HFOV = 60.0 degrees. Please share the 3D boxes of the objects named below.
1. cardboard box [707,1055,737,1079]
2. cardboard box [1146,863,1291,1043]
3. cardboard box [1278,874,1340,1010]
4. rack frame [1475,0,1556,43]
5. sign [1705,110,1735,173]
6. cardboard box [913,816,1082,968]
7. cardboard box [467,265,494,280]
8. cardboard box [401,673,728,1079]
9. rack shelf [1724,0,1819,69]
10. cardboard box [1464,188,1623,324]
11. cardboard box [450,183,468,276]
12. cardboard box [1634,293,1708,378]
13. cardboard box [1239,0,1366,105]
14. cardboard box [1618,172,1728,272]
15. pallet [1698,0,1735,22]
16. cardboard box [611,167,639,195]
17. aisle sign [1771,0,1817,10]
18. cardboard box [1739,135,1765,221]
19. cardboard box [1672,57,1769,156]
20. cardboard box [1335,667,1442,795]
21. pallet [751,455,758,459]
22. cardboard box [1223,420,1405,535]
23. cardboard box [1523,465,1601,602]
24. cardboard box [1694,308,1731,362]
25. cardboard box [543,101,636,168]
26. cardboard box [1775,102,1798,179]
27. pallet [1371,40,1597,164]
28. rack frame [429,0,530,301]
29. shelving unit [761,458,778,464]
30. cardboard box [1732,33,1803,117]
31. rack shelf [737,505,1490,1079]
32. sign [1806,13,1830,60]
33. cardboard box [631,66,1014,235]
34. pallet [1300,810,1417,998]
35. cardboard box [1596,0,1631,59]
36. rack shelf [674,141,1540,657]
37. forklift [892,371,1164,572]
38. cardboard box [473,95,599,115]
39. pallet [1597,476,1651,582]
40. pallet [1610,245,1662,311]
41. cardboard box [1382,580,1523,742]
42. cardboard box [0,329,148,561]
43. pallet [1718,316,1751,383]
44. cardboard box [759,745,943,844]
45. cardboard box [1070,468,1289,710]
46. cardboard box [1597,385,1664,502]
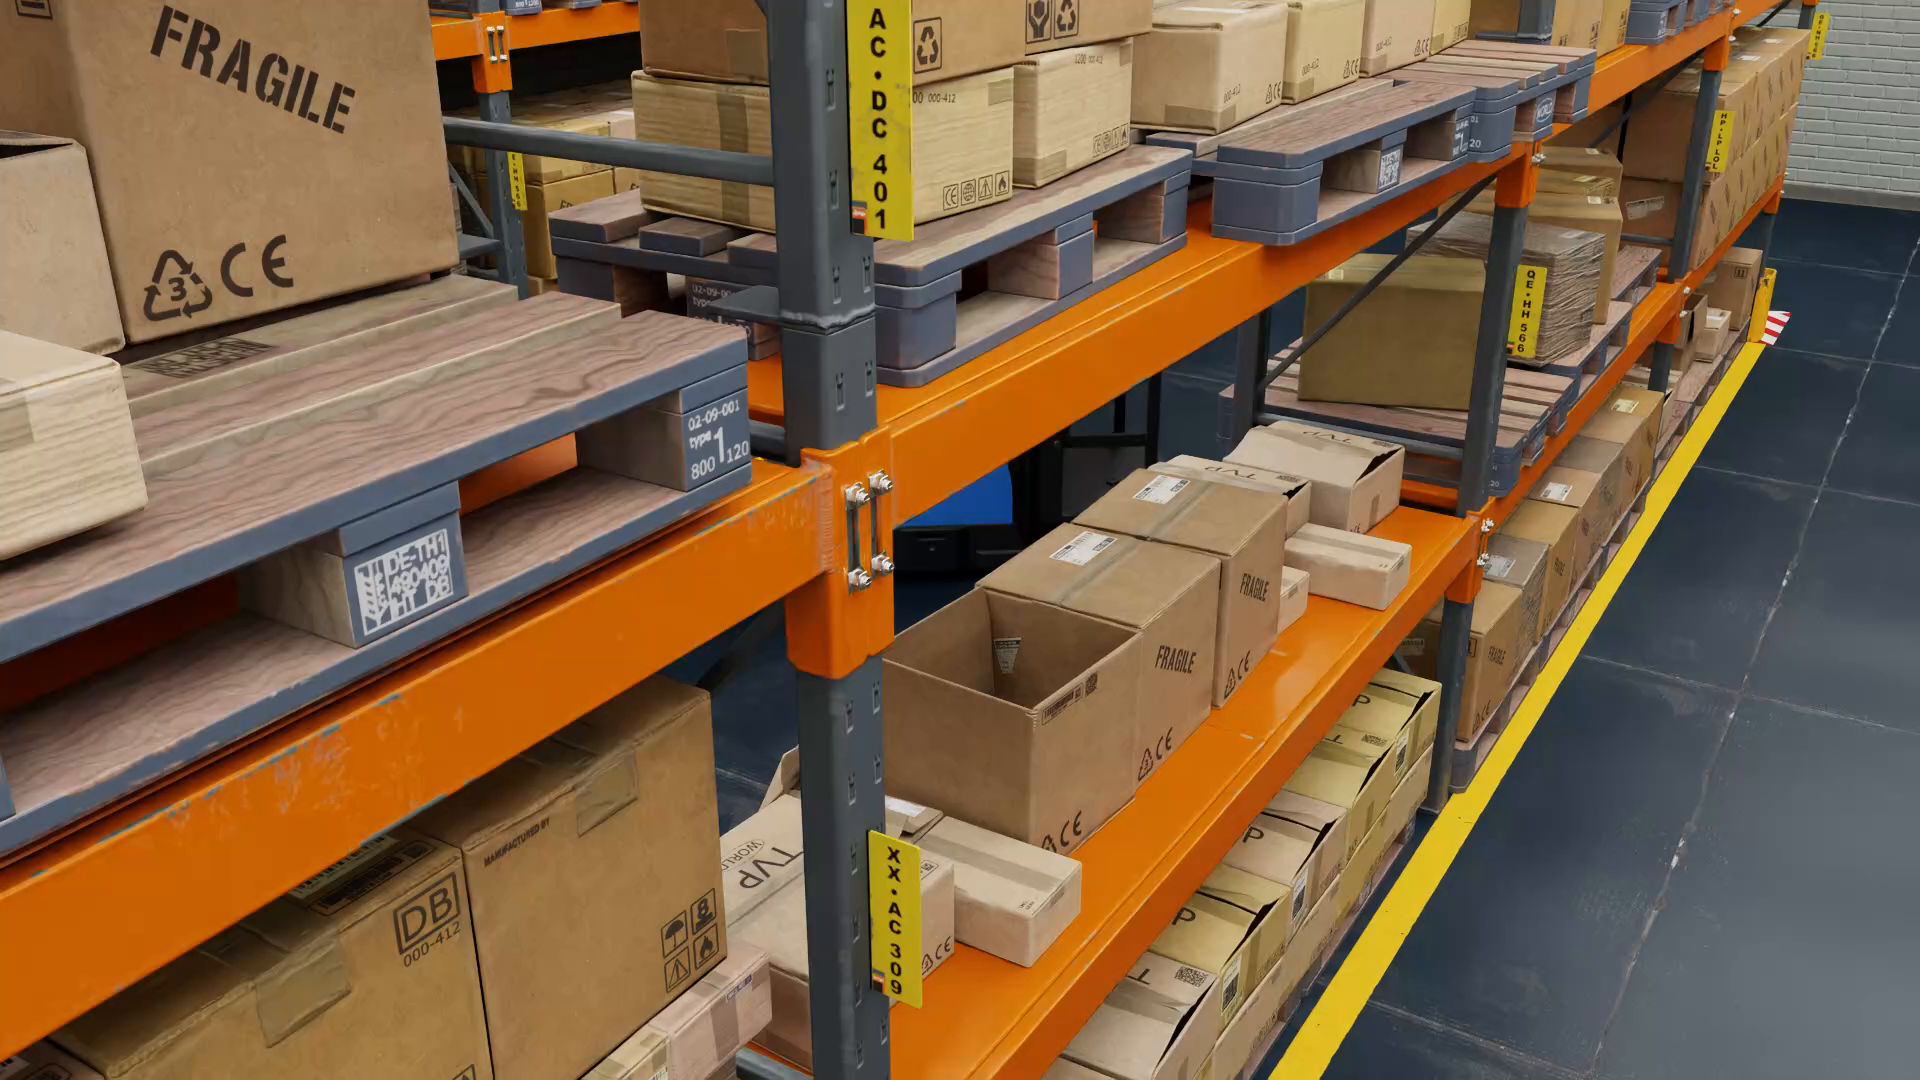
[{"bbox_3d":[-0.809,1.065,2.889,0.700,0.500,0.500,13,27,28],"label":"cardboard box"},{"bbox_3d":[0.659,1.165,5.010,0.500,0.311,0.500,15,27,30],"label":"cardboard box"},{"bbox_3d":[0.922,1.251,5.517,0.500,0.250,0.500,15,27,30],"label":"cardboard box"},{"bbox_3d":[1.529,-3.144,5.185,1.000,3.000,0.127,14,27,29],"label":"rack frame"},{"bbox_3d":[4.113,-2.157,8.999,0.100,0.325,0.005,14,27,29],"label":"sign"},{"bbox_3d":[0.061,0.818,3.900,0.380,0.149,0.250,14,27,29],"label":"cardboard box"},{"bbox_3d":[-2.727,-1.485,9.196,0.380,0.149,0.250,14,27,30],"label":"cardboard box"},{"bbox_3d":[-0.809,0.469,2.632,0.700,0.500,0.500,14,27,29],"label":"cardboard box"},{"bbox_3d":[4.694,-3.462,10.602,1.077,0.370,4.000,14,27,29],"label":"rack shelf"},{"bbox_3d":[2.760,-1.370,7.985,0.700,0.500,0.500,7,24,16],"label":"cardboard box"},{"bbox_3d":[-2.920,-1.515,8.293,0.700,0.500,0.500,11,26,23],"label":"cardboard box"},{"bbox_3d":[4.626,-1.432,11.371,0.797,0.503,0.637,14,27,29],"label":"cardboard box"},{"bbox_3d":[0.765,-1.355,4.488,0.500,0.250,0.500,13,27,28],"label":"cardboard box"},{"bbox_3d":[4.140,-1.902,9.741,0.500,0.500,0.500,15,27,30],"label":"cardboard box"},{"bbox_3d":[3.236,-2.826,8.462,1.213,0.211,1.003,14,27,29],"label":"pallet"},{"bbox_3d":[-1.923,-1.904,9.347,0.500,0.500,0.500,15,28,31],"label":"cardboard box"},{"bbox_3d":[6.046,-4.243,12.002,0.394,0.787,0.004,14,27,29],"label":"aisle sign"},{"bbox_3d":[4.940,-2.415,10.928,0.500,0.500,0.500,13,27,28],"label":"cardboard box"},{"bbox_3d":[4.670,-2.693,10.311,0.500,0.500,0.500,13,27,27],"label":"cardboard box"},{"bbox_3d":[1.462,0.649,6.201,0.500,0.311,0.500,15,27,30],"label":"cardboard box"},{"bbox_3d":[-1.557,-0.808,10.851,1.003,0.211,1.213,14,27,29],"label":"pallet"},{"bbox_3d":[1.300,-0.236,6.132,0.500,0.311,0.500,16,28,32],"label":"cardboard box"},{"bbox_3d":[2.823,-0.063,8.211,0.500,0.500,0.500,13,27,27],"label":"cardboard box"},{"bbox_3d":[5.145,-1.481,11.803,0.500,0.250,0.500,14,27,29],"label":"cardboard box"},{"bbox_3d":[-1.940,-2.244,9.188,0.500,0.250,0.500,13,27,28],"label":"cardboard box"},{"bbox_3d":[5.744,-2.928,12.113,0.500,0.500,0.500,15,27,31],"label":"cardboard box"},{"bbox_3d":[1.247,-1.433,5.246,1.213,0.211,1.003,15,28,31],"label":"pallet"},{"bbox_3d":[-2.681,-1.428,8.772,1.000,3.000,0.127,14,27,29],"label":"rack frame"},{"bbox_3d":[-1.014,-0.656,8.122,0.431,2.100,0.503,-2,23,-5],"label":"shelving unit"},{"bbox_3d":[5.482,-3.217,11.521,0.500,0.500,0.500,15,27,30],"label":"cardboard box"},{"bbox_3d":[0.475,0.614,4.960,1.077,0.370,4.000,14,27,29],"label":"rack shelf"},{"bbox_3d":[6.210,-3.644,12.037,0.100,0.325,0.005,14,27,29],"label":"sign"},{"bbox_3d":[-0.247,-0.747,3.084,0.500,0.250,0.500,17,29,34],"label":"cardboard box"},{"bbox_3d":[1.062,1.159,6.308,1.003,0.211,1.213,14,27,29],"label":"pallet"},{"bbox_3d":[2.274,-2.315,6.920,0.910,0.500,0.500,14,27,29],"label":"cardboard box"},{"bbox_3d":[0.474,-0.762,4.364,1.077,0.370,4.000,14,27,29],"label":"rack shelf"},{"bbox_3d":[0.689,-1.362,8.707,3.031,2.935,1.130,-2,23,-4],"label":"forklift"},{"bbox_3d":[-2.386,-2.345,9.421,0.500,0.250,0.500,13,27,27],"label":"cardboard box"},{"bbox_3d":[3.242,-0.179,9.397,1.003,0.211,1.213,14,27,29],"label":"pallet"},{"bbox_3d":[3.125,-1.406,8.963,1.003,0.211,1.213,14,27,29],"label":"pallet"},{"bbox_3d":[2.012,0.461,7.002,0.500,0.500,0.500,15,28,31],"label":"cardboard box"},{"bbox_3d":[-0.985,-0.094,1.528,0.380,0.149,0.250,14,27,29],"label":"cardboard box"},{"bbox_3d":[5.290,-1.516,12.487,1.003,0.211,1.213,14,27,29],"label":"pallet"},{"bbox_3d":[-0.273,0.686,4.059,0.396,0.266,0.258,13,27,28],"label":"cardboard box"},{"bbox_3d":[0.658,0.133,5.041,0.500,0.500,0.500,12,26,26],"label":"cardboard box"},{"bbox_3d":[3.623,-0.569,9.381,0.500,0.500,0.500,14,27,29],"label":"cardboard box"}]
